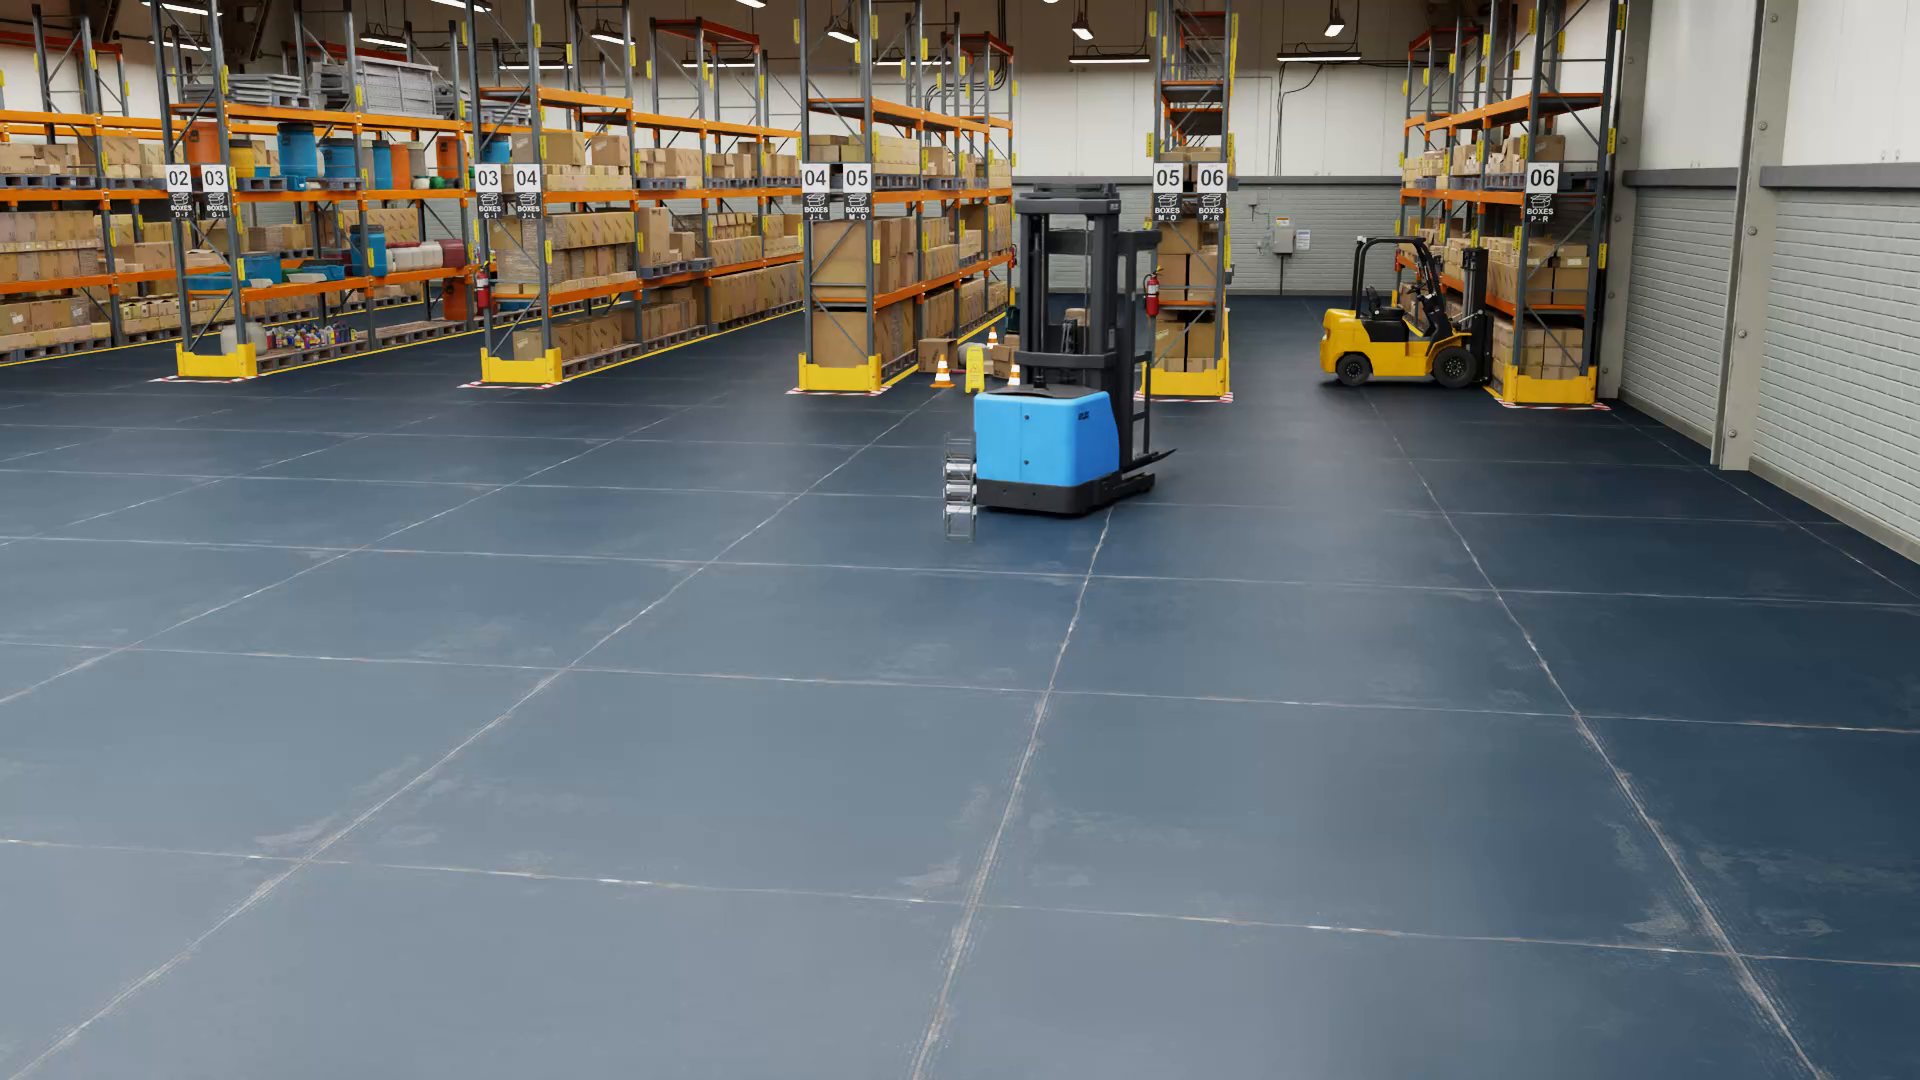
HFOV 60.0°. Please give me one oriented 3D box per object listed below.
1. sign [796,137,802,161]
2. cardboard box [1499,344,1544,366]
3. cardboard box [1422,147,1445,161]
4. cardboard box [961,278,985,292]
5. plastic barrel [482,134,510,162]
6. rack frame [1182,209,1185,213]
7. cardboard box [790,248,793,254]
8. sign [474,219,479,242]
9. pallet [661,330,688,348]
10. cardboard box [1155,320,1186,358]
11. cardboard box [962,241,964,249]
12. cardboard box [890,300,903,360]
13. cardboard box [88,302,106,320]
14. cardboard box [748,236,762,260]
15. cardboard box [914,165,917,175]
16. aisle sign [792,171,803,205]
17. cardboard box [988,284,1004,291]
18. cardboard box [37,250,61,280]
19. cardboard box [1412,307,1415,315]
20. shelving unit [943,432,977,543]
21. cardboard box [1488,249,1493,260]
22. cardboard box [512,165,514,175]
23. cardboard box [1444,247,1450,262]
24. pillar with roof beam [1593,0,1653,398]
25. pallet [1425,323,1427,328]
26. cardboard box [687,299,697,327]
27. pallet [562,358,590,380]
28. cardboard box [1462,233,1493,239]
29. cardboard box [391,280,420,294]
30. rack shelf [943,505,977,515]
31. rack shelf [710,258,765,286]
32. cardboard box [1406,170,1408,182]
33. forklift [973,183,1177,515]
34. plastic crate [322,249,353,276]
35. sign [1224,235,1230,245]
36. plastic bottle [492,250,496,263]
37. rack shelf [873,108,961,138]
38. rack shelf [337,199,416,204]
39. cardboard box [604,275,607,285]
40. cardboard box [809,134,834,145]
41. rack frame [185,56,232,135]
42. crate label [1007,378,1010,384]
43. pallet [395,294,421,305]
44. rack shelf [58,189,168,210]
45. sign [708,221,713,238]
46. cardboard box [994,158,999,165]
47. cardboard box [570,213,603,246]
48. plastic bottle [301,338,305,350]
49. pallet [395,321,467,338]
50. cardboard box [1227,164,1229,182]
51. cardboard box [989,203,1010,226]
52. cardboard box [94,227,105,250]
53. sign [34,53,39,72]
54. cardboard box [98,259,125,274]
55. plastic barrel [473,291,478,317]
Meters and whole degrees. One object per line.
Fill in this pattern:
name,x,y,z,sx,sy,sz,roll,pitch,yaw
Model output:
sign,-2.273,-5.553,23.605,0.100,0.325,0.005,2,12,9
cardboard box,7.839,-2.589,23.232,0.500,0.250,0.500,2,12,8
cardboard box,9.527,-7.765,33.455,0.396,0.266,0.258,2,12,8
cardboard box,0.242,-5.357,34.885,0.500,0.250,0.500,2,12,7
plastic barrel,-9.784,-8.069,35.006,0.600,0.901,0.708,2,12,9
rack frame,4.398,-5.198,30.992,1.000,3.000,0.127,2,12,9
cardboard box,-4.088,-6.710,38.605,0.380,0.149,0.250,2,12,9
sign,-7.170,-4.596,24.702,0.100,0.325,0.005,2,12,9
pallet,-5.706,-3.740,30.846,1.003,0.211,1.213,2,12,9
cardboard box,3.033,-2.935,24.244,0.500,0.500,0.500,2,12,9
cardboard box,-0.120,-5.824,32.791,0.380,0.149,0.250,2,12,9
cardboard box,-1.425,-3.355,26.486,0.875,0.875,0.875,2,12,9
cardboard box,-16.018,-4.237,30.732,0.500,0.311,0.500,2,12,9
cardboard box,-4.581,-6.294,35.842,0.500,0.500,0.500,2,12,9
cardboard box,-0.902,-5.964,26.787,0.380,0.149,0.250,2,12,10
aisle sign,-3.856,-8.460,39.960,0.394,0.787,0.004,2,12,9
cardboard box,0.792,-5.769,37.998,0.380,0.149,0.250,2,12,11
cardboard box,-16.015,-4.750,28.677,0.700,0.500,0.500,2,12,9
cardboard box,9.714,-4.808,34.952,0.380,0.149,0.250,2,12,7
shelving unit,0.001,-0.442,13.906,0.258,0.900,0.210,2,12,9
cardboard box,8.175,-4.301,25.052,0.380,0.149,0.250,2,12,8
cardboard box,-6.734,-5.560,24.961,0.380,0.149,0.250,1,12,7
cardboard box,8.969,-5.125,29.824,0.500,0.250,0.500,2,12,9
pillar with roof beam,4.817,-6.560,23.074,9.100,9.000,0.400,2,12,9
pallet,9.645,-4.082,32.434,1.003,0.211,1.213,2,12,9
cardboard box,-5.477,-4.372,32.049,0.700,0.500,0.500,1,12,6
pallet,-6.453,-2.674,25.901,1.003,0.211,1.213,2,12,9
cardboard box,9.537,-5.394,30.668,0.500,0.500,0.500,2,12,11
cardboard box,-13.792,-6.378,41.357,0.500,0.500,0.500,2,12,9
rack shelf,0.001,-0.233,13.951,0.258,0.077,0.200,2,12,9
rack shelf,-5.086,-5.584,34.490,1.077,0.370,4.000,2,12,9
cardboard box,10.138,-8.052,36.764,0.500,0.250,0.500,2,12,10
forklift,1.253,-1.924,15.964,1.130,2.935,3.031,6,14,28
plastic crate,-11.131,-4.989,29.870,0.402,0.464,0.583,2,12,9
sign,4.320,-4.772,26.963,0.100,0.325,0.005,2,12,9
plastic bottle,-9.715,-5.912,34.610,0.097,0.271,0.097,0,12,0
rack shelf,-0.816,-7.306,29.193,1.077,0.370,4.000,2,12,9
rack shelf,-14.259,-8.204,39.530,1.077,0.370,4.000,2,12,9
cardboard box,-5.993,-4.251,27.193,0.380,0.149,0.250,2,12,9
cardboard box,-2.022,-5.740,23.859,0.380,0.149,0.250,2,12,9
rack frame,-18.847,-10.598,41.812,1.000,3.000,0.127,2,12,9
crate label,0.870,-2.395,24.783,0.250,0.136,0.298,-5,13,-21
pallet,-14.085,-5.961,41.153,1.003,0.211,1.213,2,12,9
rack shelf,-15.489,-6.539,31.803,1.077,0.370,4.000,2,12,9
sign,-4.856,-6.031,32.296,0.100,0.325,0.005,2,12,9
cardboard box,0.640,-8.327,36.615,0.380,0.149,0.250,3,12,11
cardboard box,-6.040,-4.955,26.547,0.500,0.500,0.500,2,12,9
plastic bottle,-10.916,-3.250,27.552,0.097,0.201,0.097,0,12,0
pallet,-10.446,-4.156,32.778,1.003,0.211,1.213,2,12,9
cardboard box,3.595,-5.271,23.864,0.500,0.250,0.500,2,12,8
cardboard box,0.897,-7.582,38.740,0.500,0.500,0.500,2,12,7
cardboard box,-19.438,-6.722,37.074,0.500,0.500,0.500,2,12,9
sign,-16.335,-8.451,29.443,0.100,0.325,0.005,2,12,9
cardboard box,-15.765,-5.039,30.609,0.500,0.250,0.500,3,12,12
plastic barrel,-10.231,-4.891,34.479,0.421,0.512,0.421,0,12,0
